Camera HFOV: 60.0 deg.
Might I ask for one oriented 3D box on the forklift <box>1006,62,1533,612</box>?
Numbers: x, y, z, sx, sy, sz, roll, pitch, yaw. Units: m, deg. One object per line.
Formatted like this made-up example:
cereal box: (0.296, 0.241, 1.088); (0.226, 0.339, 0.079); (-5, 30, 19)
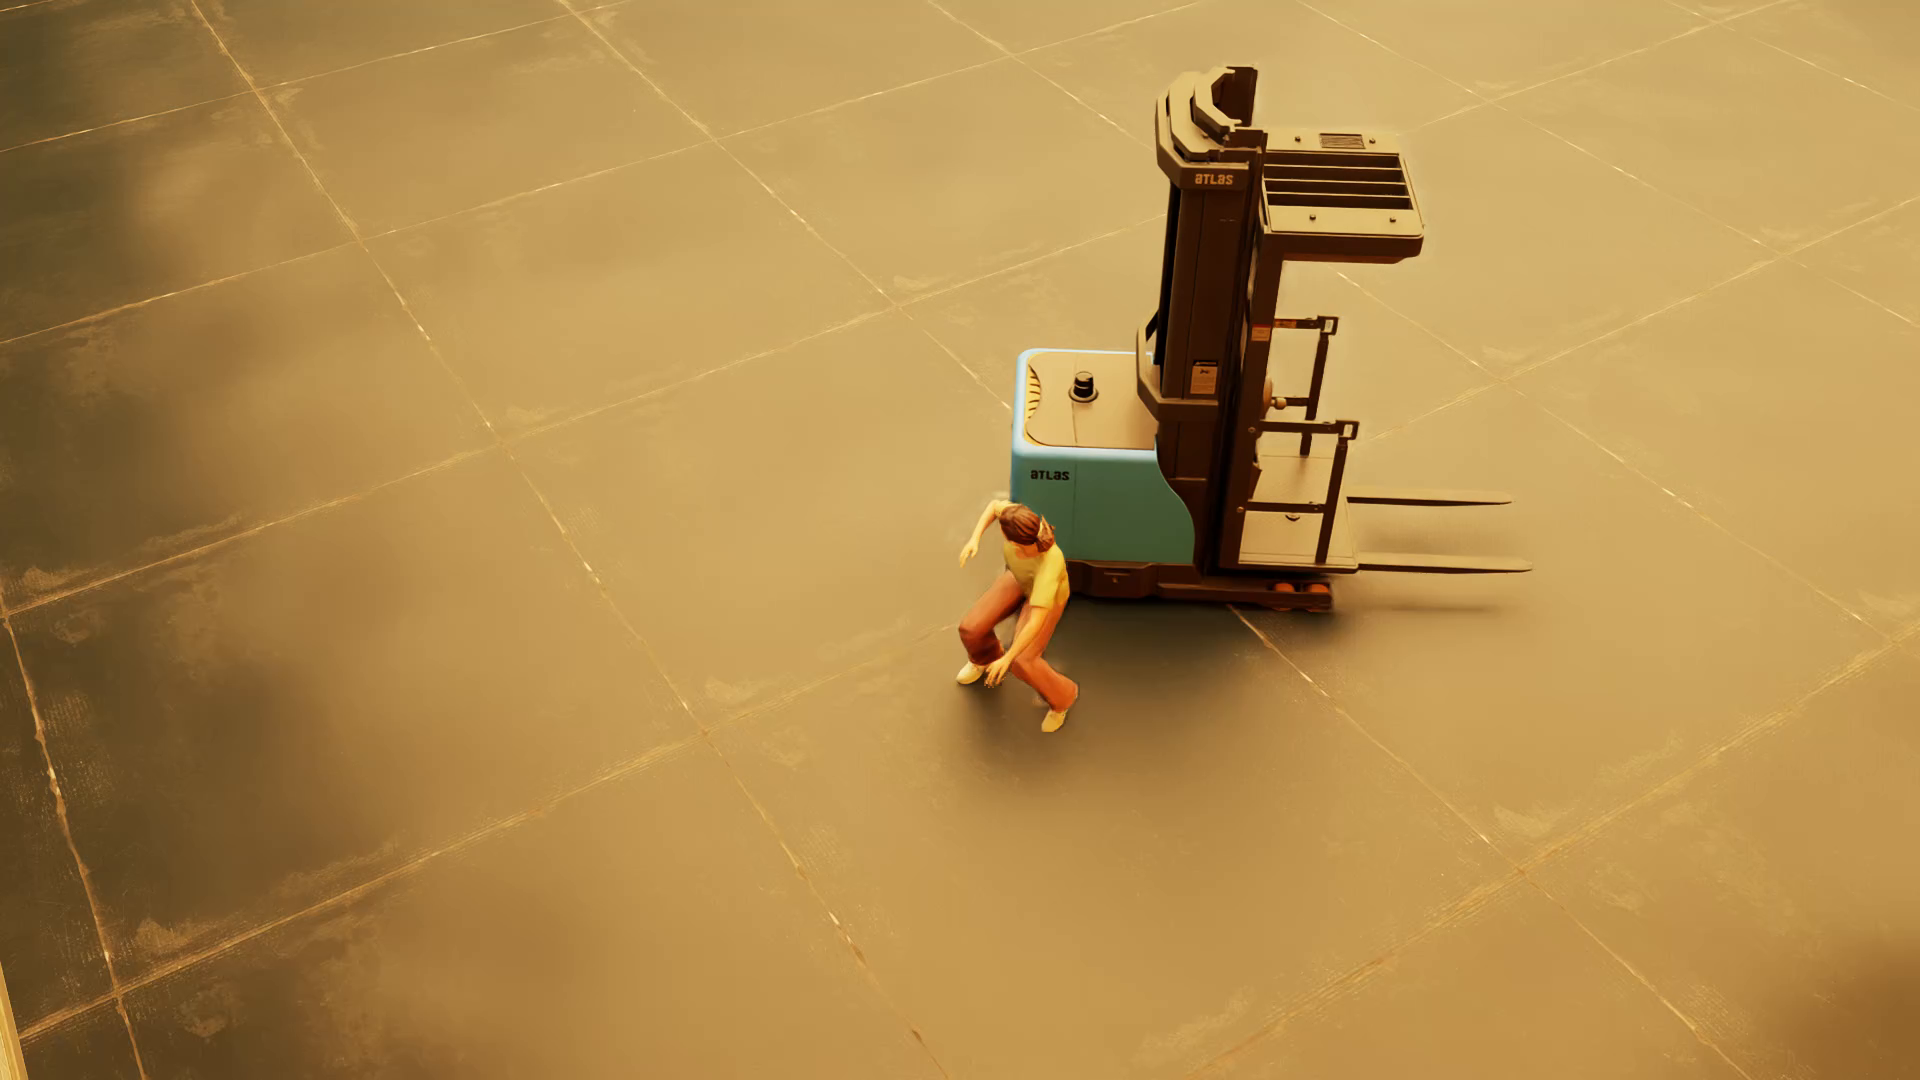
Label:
forklift: (1.807, -1.049, 9.071); (3.031, 2.935, 1.130); (2, 41, 3)

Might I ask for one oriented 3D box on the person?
person: (0.246, 0.362, 8.636); (0.796, 1.417, 0.722); (-29, 49, -29)
